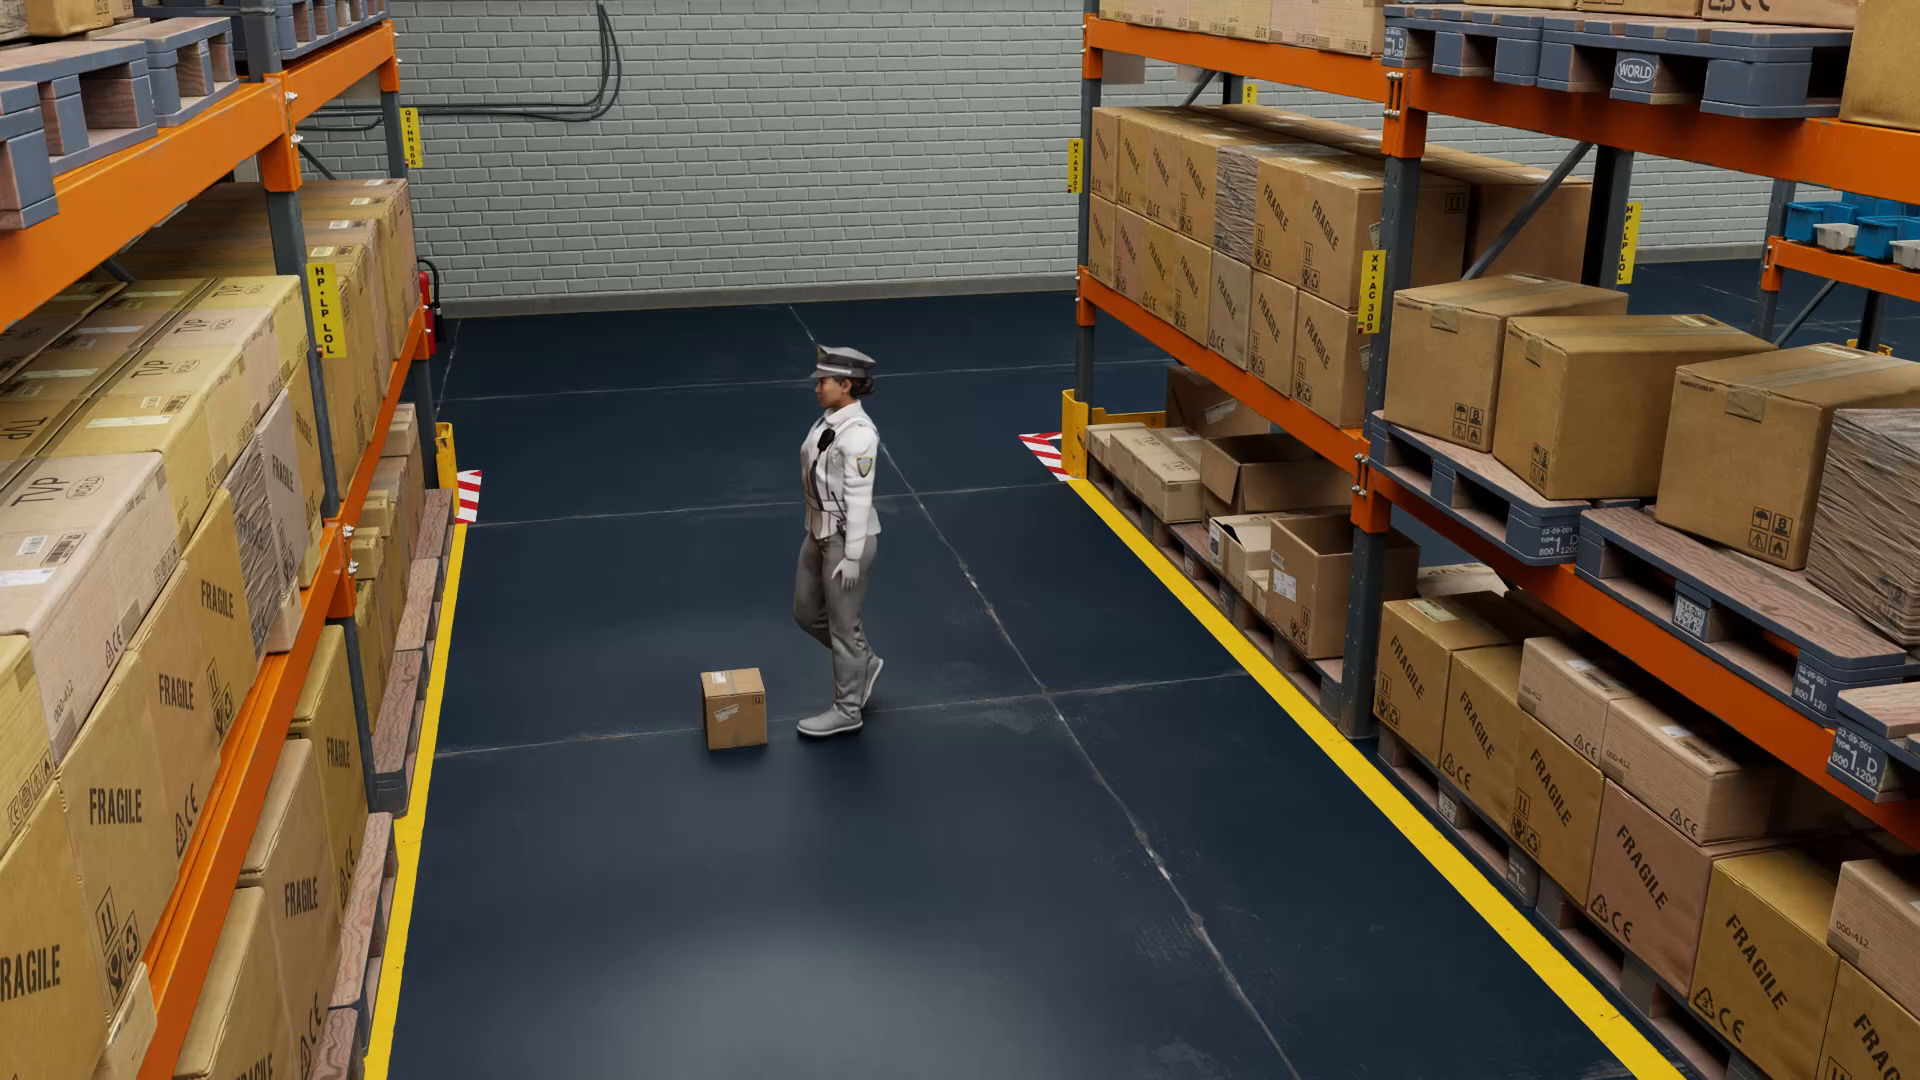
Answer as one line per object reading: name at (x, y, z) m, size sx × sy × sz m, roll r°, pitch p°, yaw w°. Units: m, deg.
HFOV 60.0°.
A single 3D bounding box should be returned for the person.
person at (-0.495, 0.011, 6.992) m, size 0.470 × 1.682 × 0.503 m, roll -8°, pitch 21°, yaw -20°
